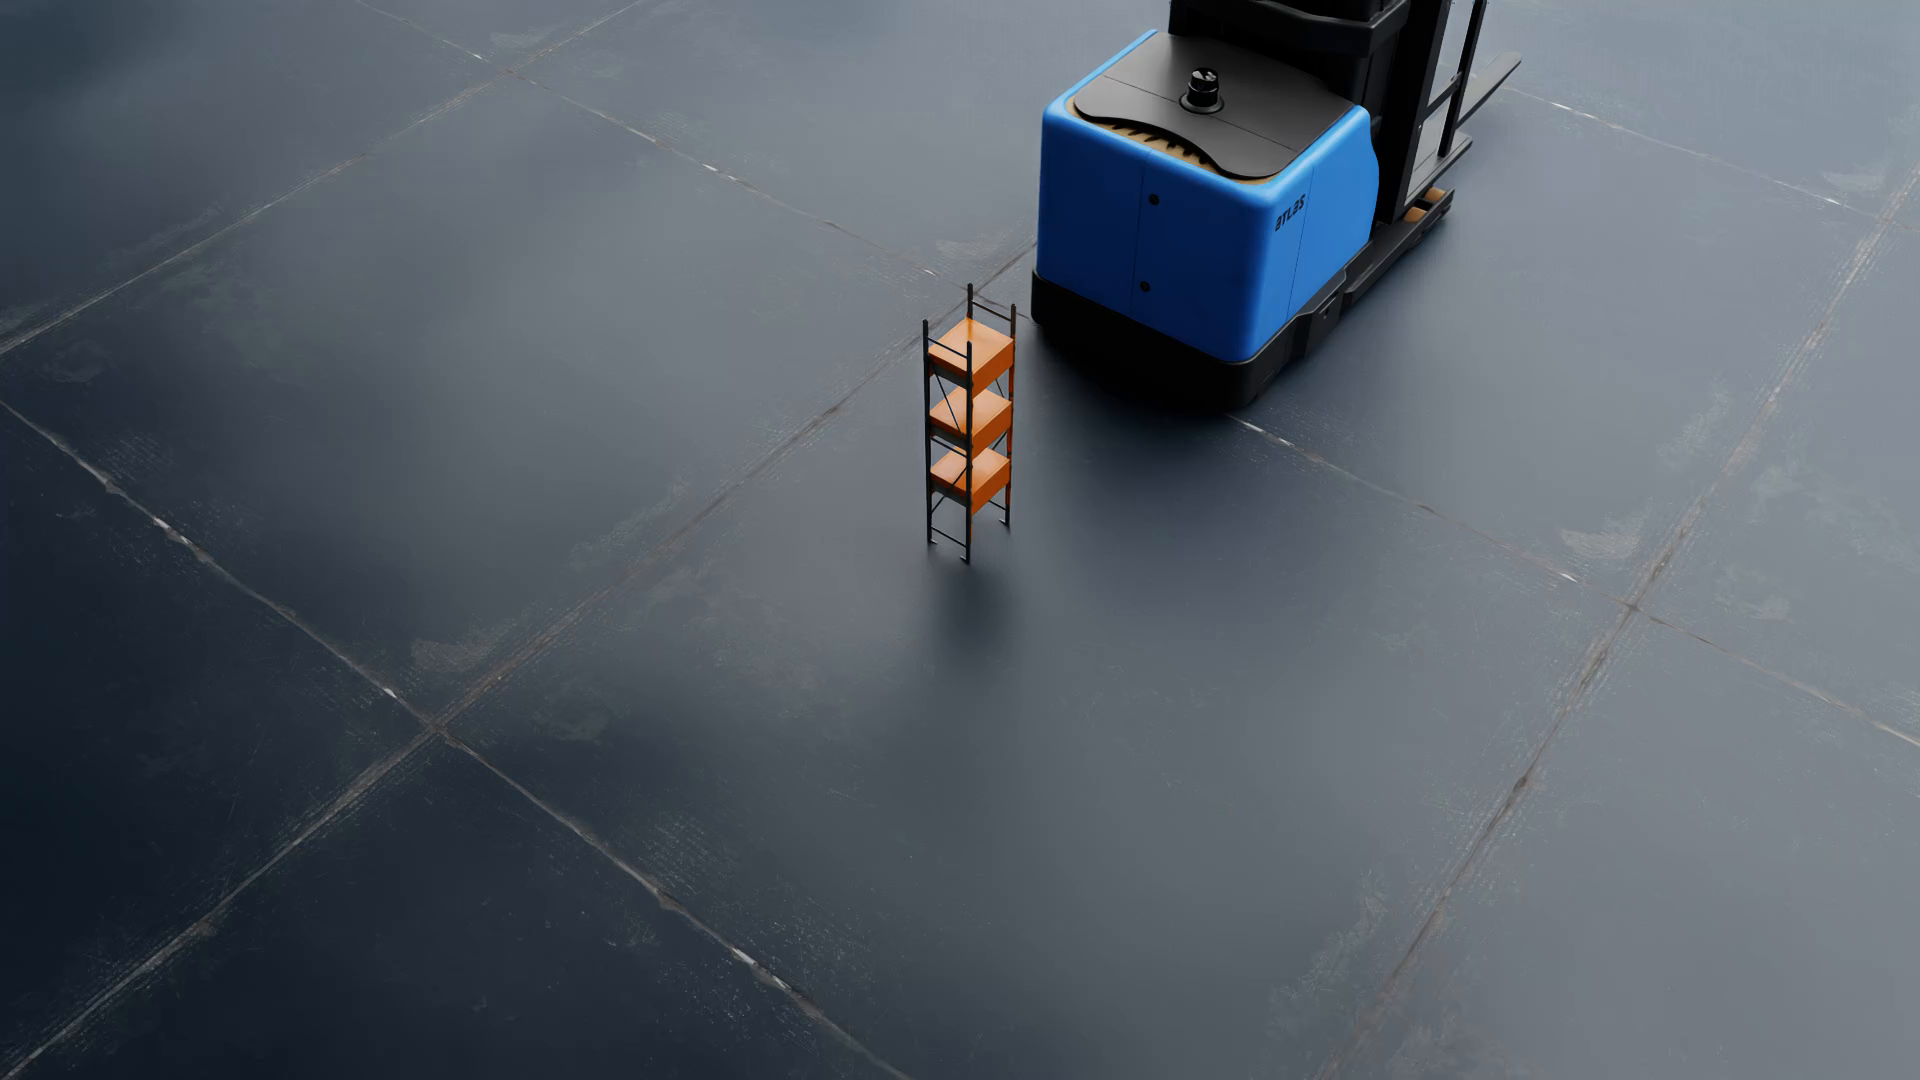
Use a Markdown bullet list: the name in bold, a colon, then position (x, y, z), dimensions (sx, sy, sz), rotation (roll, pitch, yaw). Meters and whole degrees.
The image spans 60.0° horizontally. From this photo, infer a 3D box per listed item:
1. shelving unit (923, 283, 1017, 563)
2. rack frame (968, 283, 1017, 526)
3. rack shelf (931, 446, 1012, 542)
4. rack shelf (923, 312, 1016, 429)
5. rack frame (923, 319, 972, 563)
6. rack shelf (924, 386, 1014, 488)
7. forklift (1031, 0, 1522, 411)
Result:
- **shelving unit**: position (0.033, -0.393, 5.900), dimensions (0.215, 1.050, 0.252), rotation (29, 53, 25)
- **rack frame**: position (0.107, -0.463, 5.966), dimensions (0.200, 1.050, 0.008), rotation (29, 53, 25)
- **rack shelf**: position (0.033, -0.194, 6.108), dimensions (0.215, 0.259, 0.240), rotation (29, 53, 25)
- **rack shelf**: position (0.033, -0.582, 5.702), dimensions (0.215, 0.259, 0.240), rotation (29, 53, 25)
- **rack frame**: position (-0.042, -0.323, 5.833), dimensions (0.200, 1.050, 0.008), rotation (29, 53, 25)
- **rack shelf**: position (0.033, -0.386, 5.907), dimensions (0.215, 0.259, 0.240), rotation (29, 53, 25)
- **forklift**: position (1.598, -2.546, 6.655), dimensions (1.130, 2.935, 3.031), rotation (29, 53, 25)
